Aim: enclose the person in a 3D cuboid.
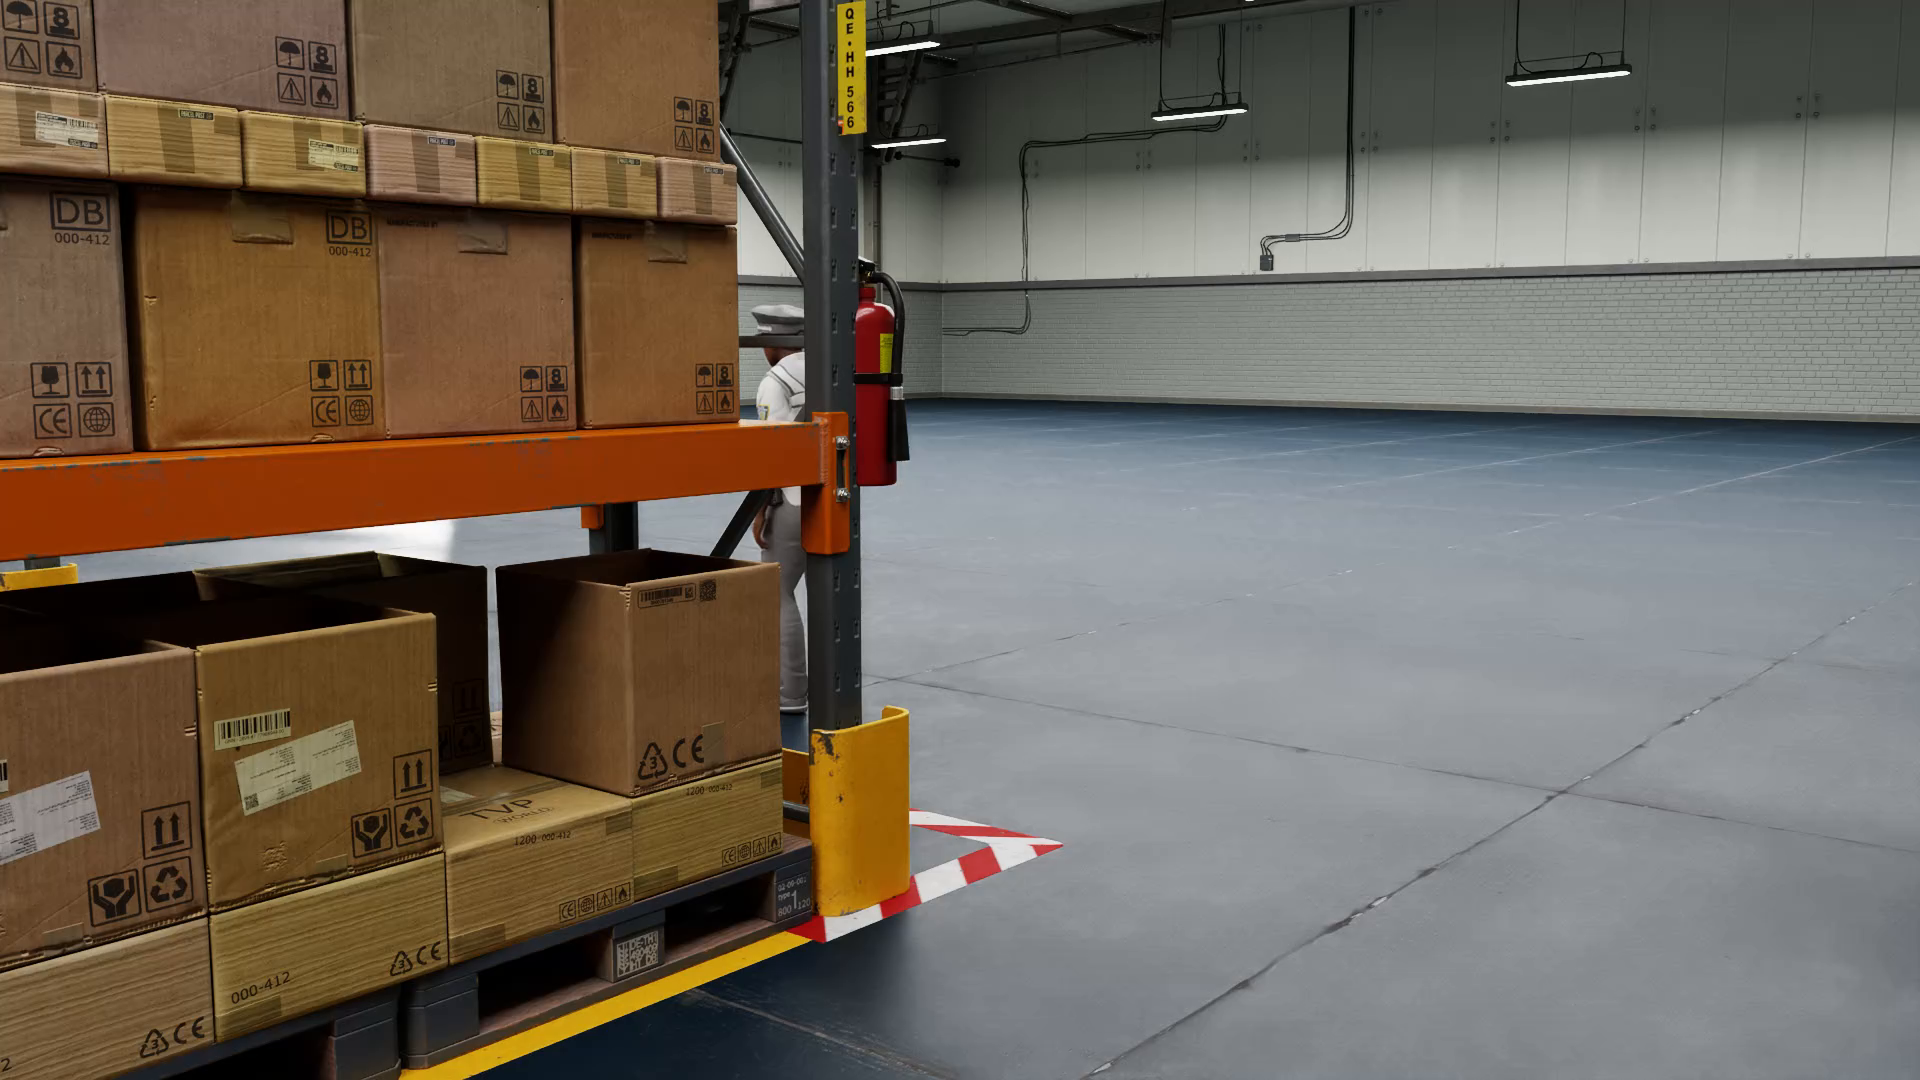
[{"bbox_3d":[-0.649,-0.124,6.792,0.417,1.657,0.514,5,9,38],"label":"person"}]
